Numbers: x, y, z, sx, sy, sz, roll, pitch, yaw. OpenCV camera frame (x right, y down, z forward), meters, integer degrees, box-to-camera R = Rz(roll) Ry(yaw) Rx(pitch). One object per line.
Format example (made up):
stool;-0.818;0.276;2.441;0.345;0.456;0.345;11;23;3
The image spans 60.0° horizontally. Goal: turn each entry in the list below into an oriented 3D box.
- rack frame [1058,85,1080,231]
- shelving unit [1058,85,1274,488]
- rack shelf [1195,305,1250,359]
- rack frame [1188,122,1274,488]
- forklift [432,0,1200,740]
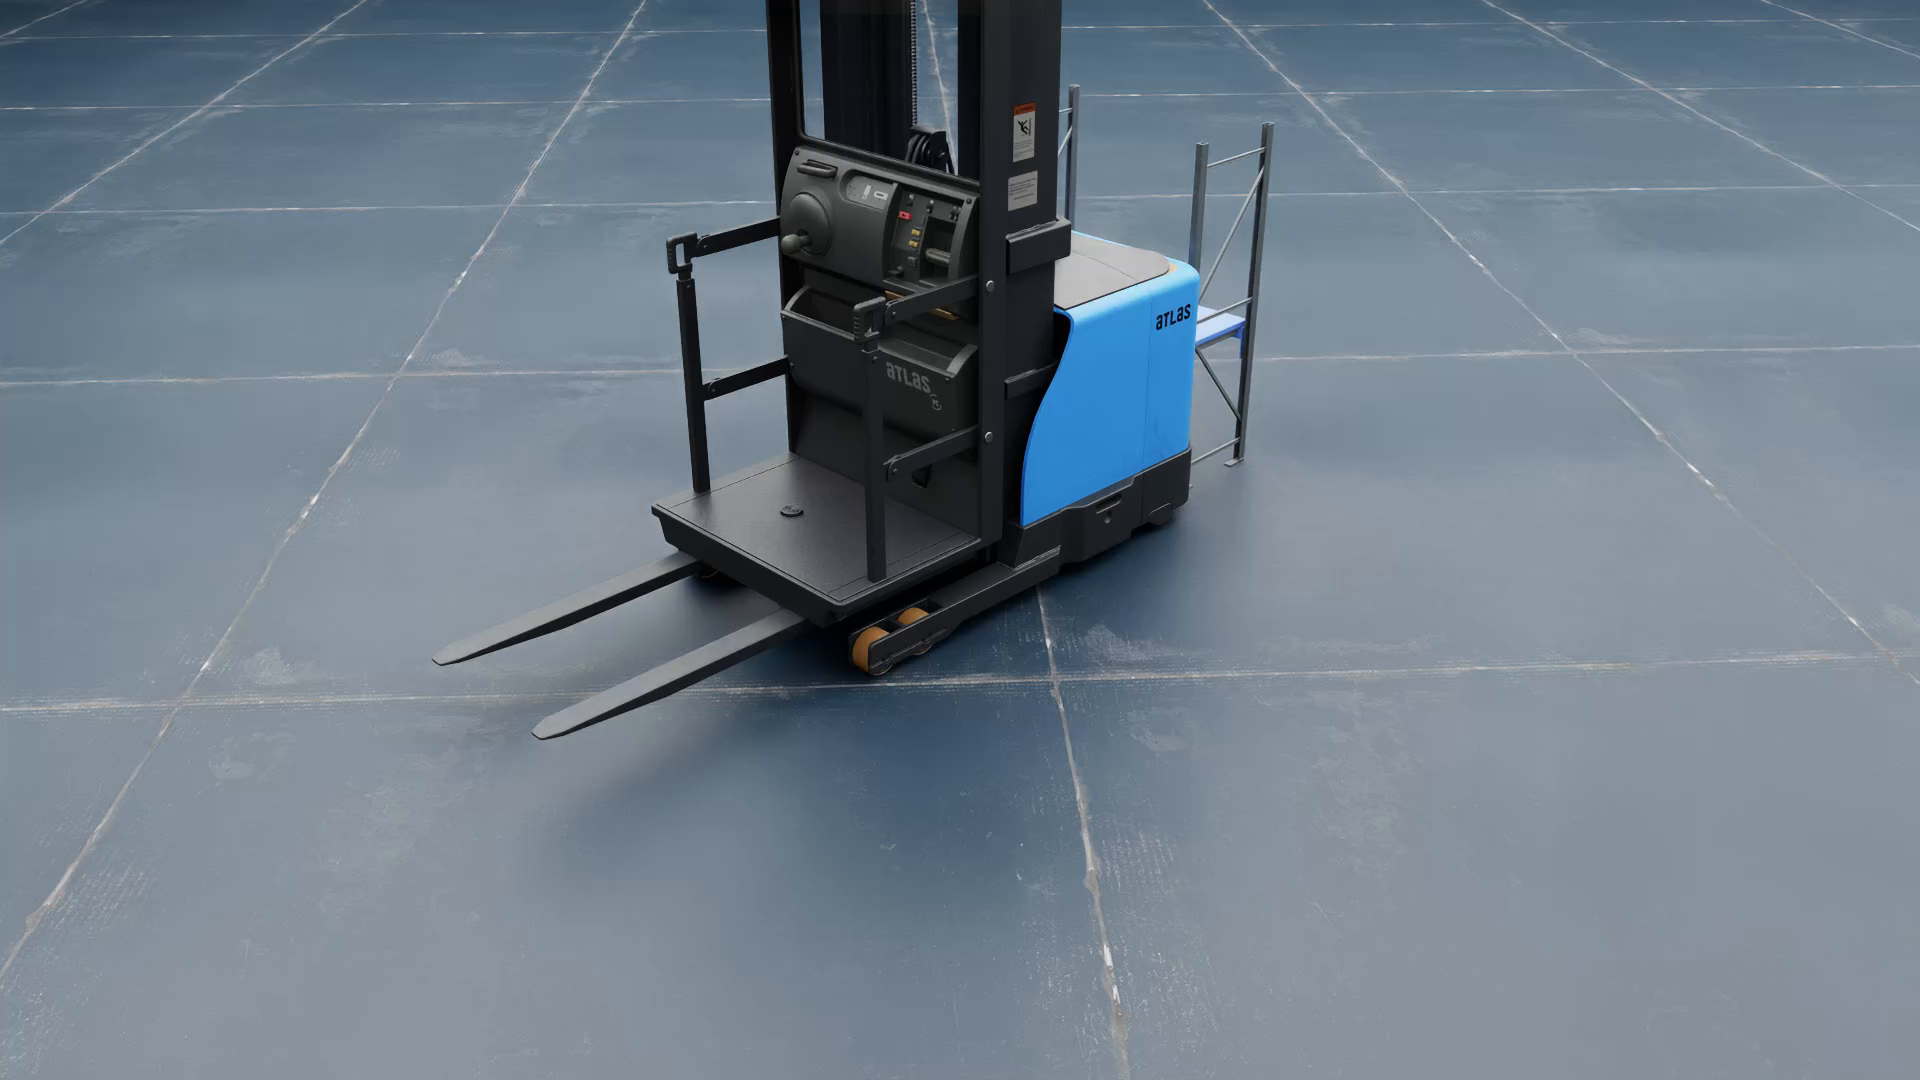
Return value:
rack frame;0.348;-1.268;7.556;0.032;1.500;0.500;23;35;37
shelving unit;0.720;-1.108;7.249;1.048;1.500;0.538;23;35;37
rack shelf;0.720;-0.948;7.332;1.000;0.185;0.538;23;35;37
rack frame;1.093;-0.948;6.943;0.032;1.500;0.500;23;35;37
forklift;-0.447;-1.094;5.678;3.031;2.935;1.130;-25;36;-39
